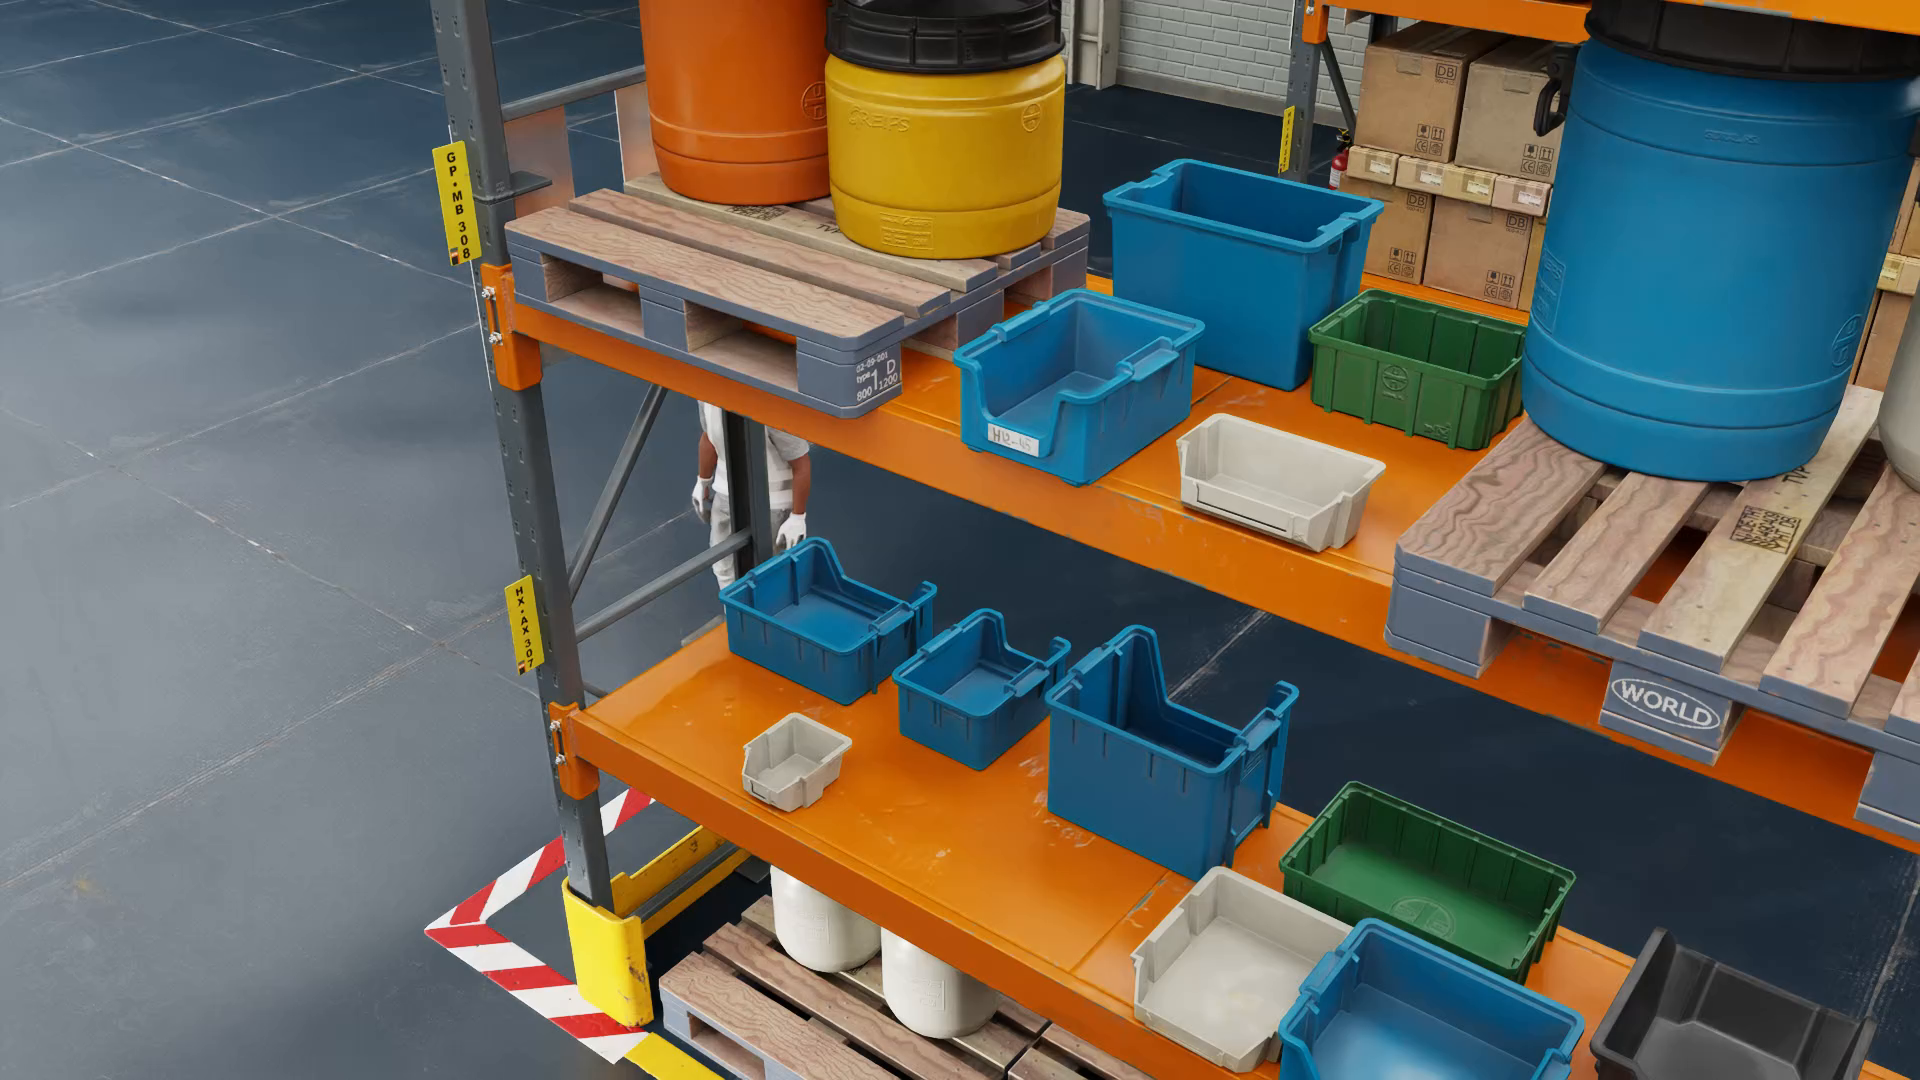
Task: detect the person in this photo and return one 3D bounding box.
[{"bbox_3d":[-0.931,-0.161,7.394,0.622,1.773,0.450,20,36,30],"label":"person"}]
